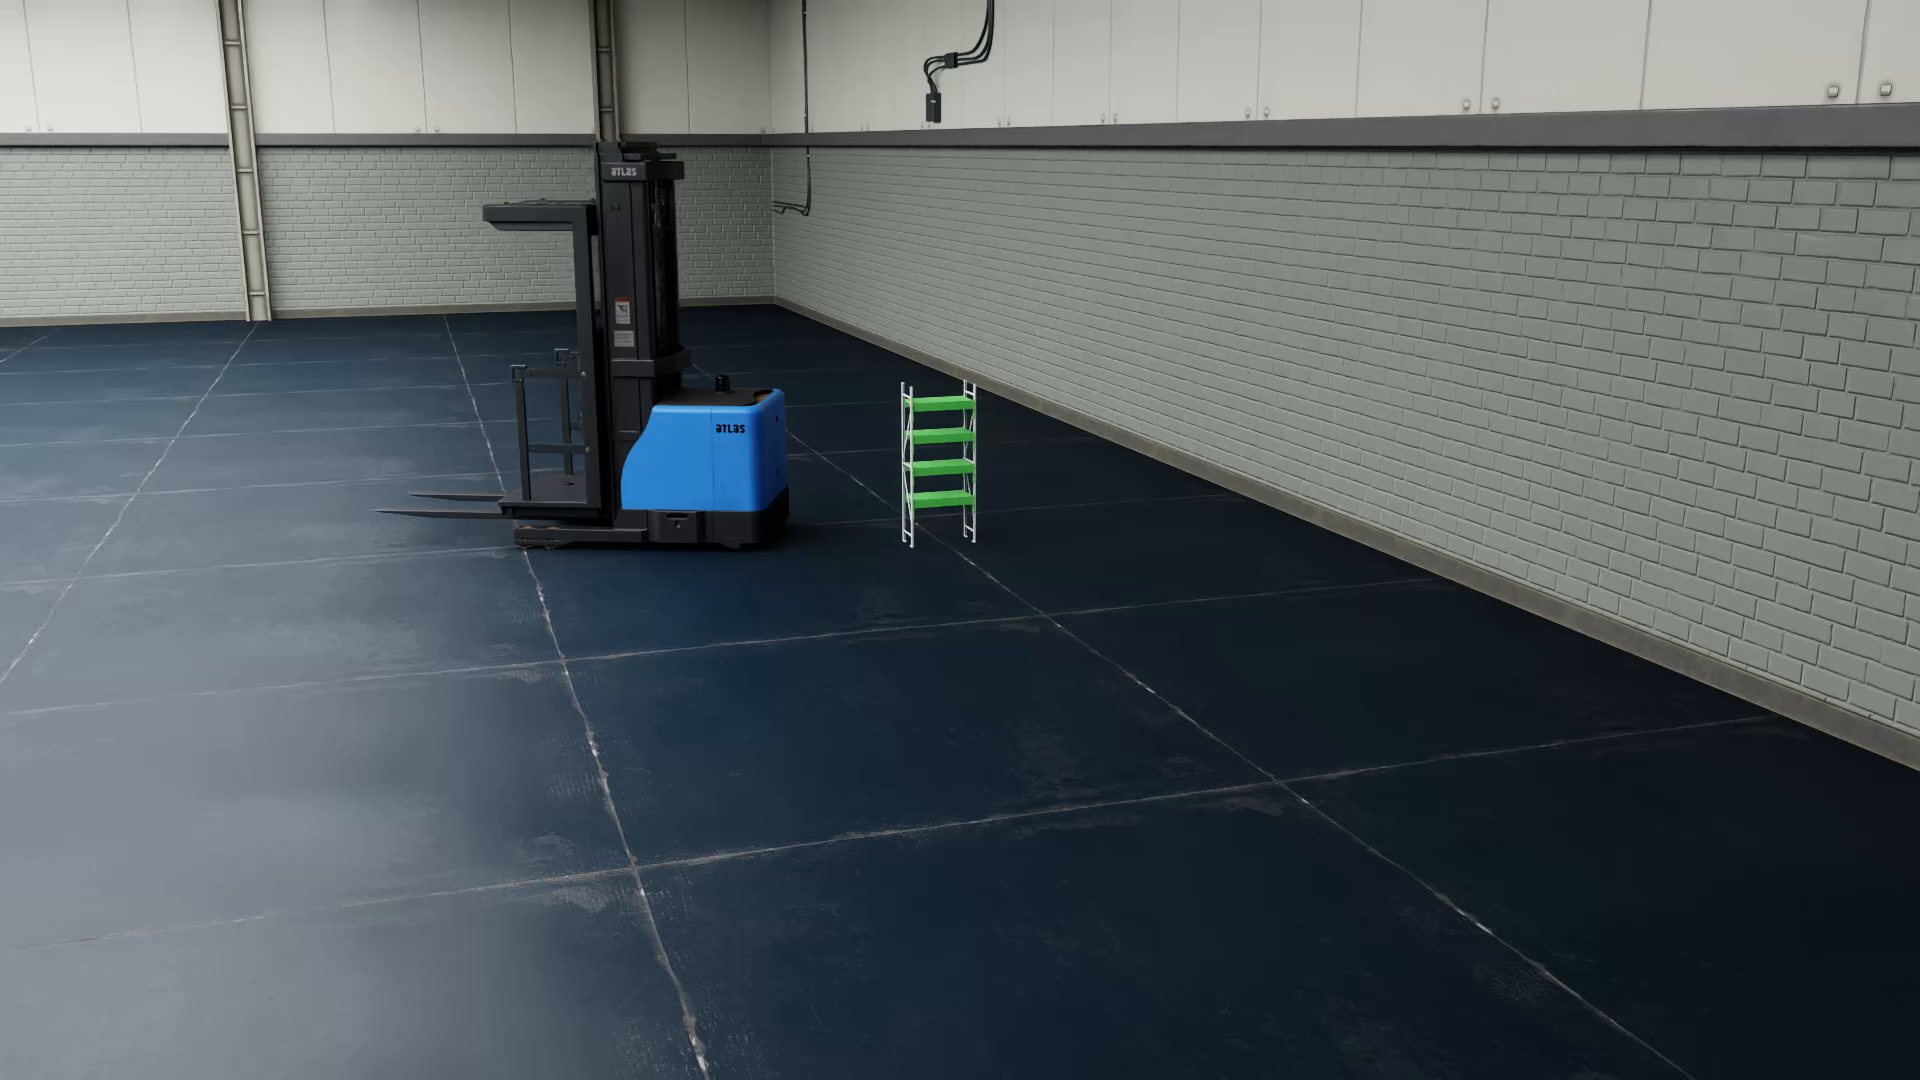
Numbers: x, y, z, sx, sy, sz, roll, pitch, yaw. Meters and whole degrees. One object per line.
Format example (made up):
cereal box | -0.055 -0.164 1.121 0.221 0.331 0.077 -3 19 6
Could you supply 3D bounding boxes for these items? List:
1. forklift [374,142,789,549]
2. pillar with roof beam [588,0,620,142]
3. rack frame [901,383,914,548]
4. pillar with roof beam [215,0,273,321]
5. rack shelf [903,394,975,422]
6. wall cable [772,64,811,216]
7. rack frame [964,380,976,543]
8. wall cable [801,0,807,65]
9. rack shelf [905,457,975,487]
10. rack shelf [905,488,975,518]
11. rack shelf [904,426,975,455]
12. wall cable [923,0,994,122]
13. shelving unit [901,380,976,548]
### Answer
forklift | -2.889 -1.478 12.468 3.031 2.935 1.130 1 13 5
pillar with roof beam | -4.891 -7.632 25.227 0.400 9.000 9.100 -4 14 -18
rack frame | -0.388 -0.553 12.323 0.015 1.200 0.240 -4 14 -18
pillar with roof beam | -10.578 -7.189 23.366 0.400 9.000 9.100 -4 14 -18
rack shelf | -0.157 -0.976 12.303 0.480 0.148 0.258 -4 14 -18
wall cable | -3.050 -6.993 29.251 0.112 2.526 3.097 -4 14 -18
rack frame | 0.074 -0.590 12.475 0.015 1.200 0.240 -4 14 -18
wall cable | -2.187 -8.856 26.172 0.112 2.526 3.097 -4 14 -18
rack shelf | -0.157 -0.509 12.414 0.480 0.148 0.258 -4 14 -18
rack shelf | -0.157 -0.276 12.470 0.480 0.148 0.258 -4 14 -18
rack shelf | -0.157 -0.743 12.358 0.480 0.148 0.258 -4 14 -18
wall cable | -0.037 -8.074 19.740 0.169 6.003 2.305 -4 14 -18
shelving unit | -0.157 -0.572 12.399 0.503 1.200 0.258 -4 14 -18
